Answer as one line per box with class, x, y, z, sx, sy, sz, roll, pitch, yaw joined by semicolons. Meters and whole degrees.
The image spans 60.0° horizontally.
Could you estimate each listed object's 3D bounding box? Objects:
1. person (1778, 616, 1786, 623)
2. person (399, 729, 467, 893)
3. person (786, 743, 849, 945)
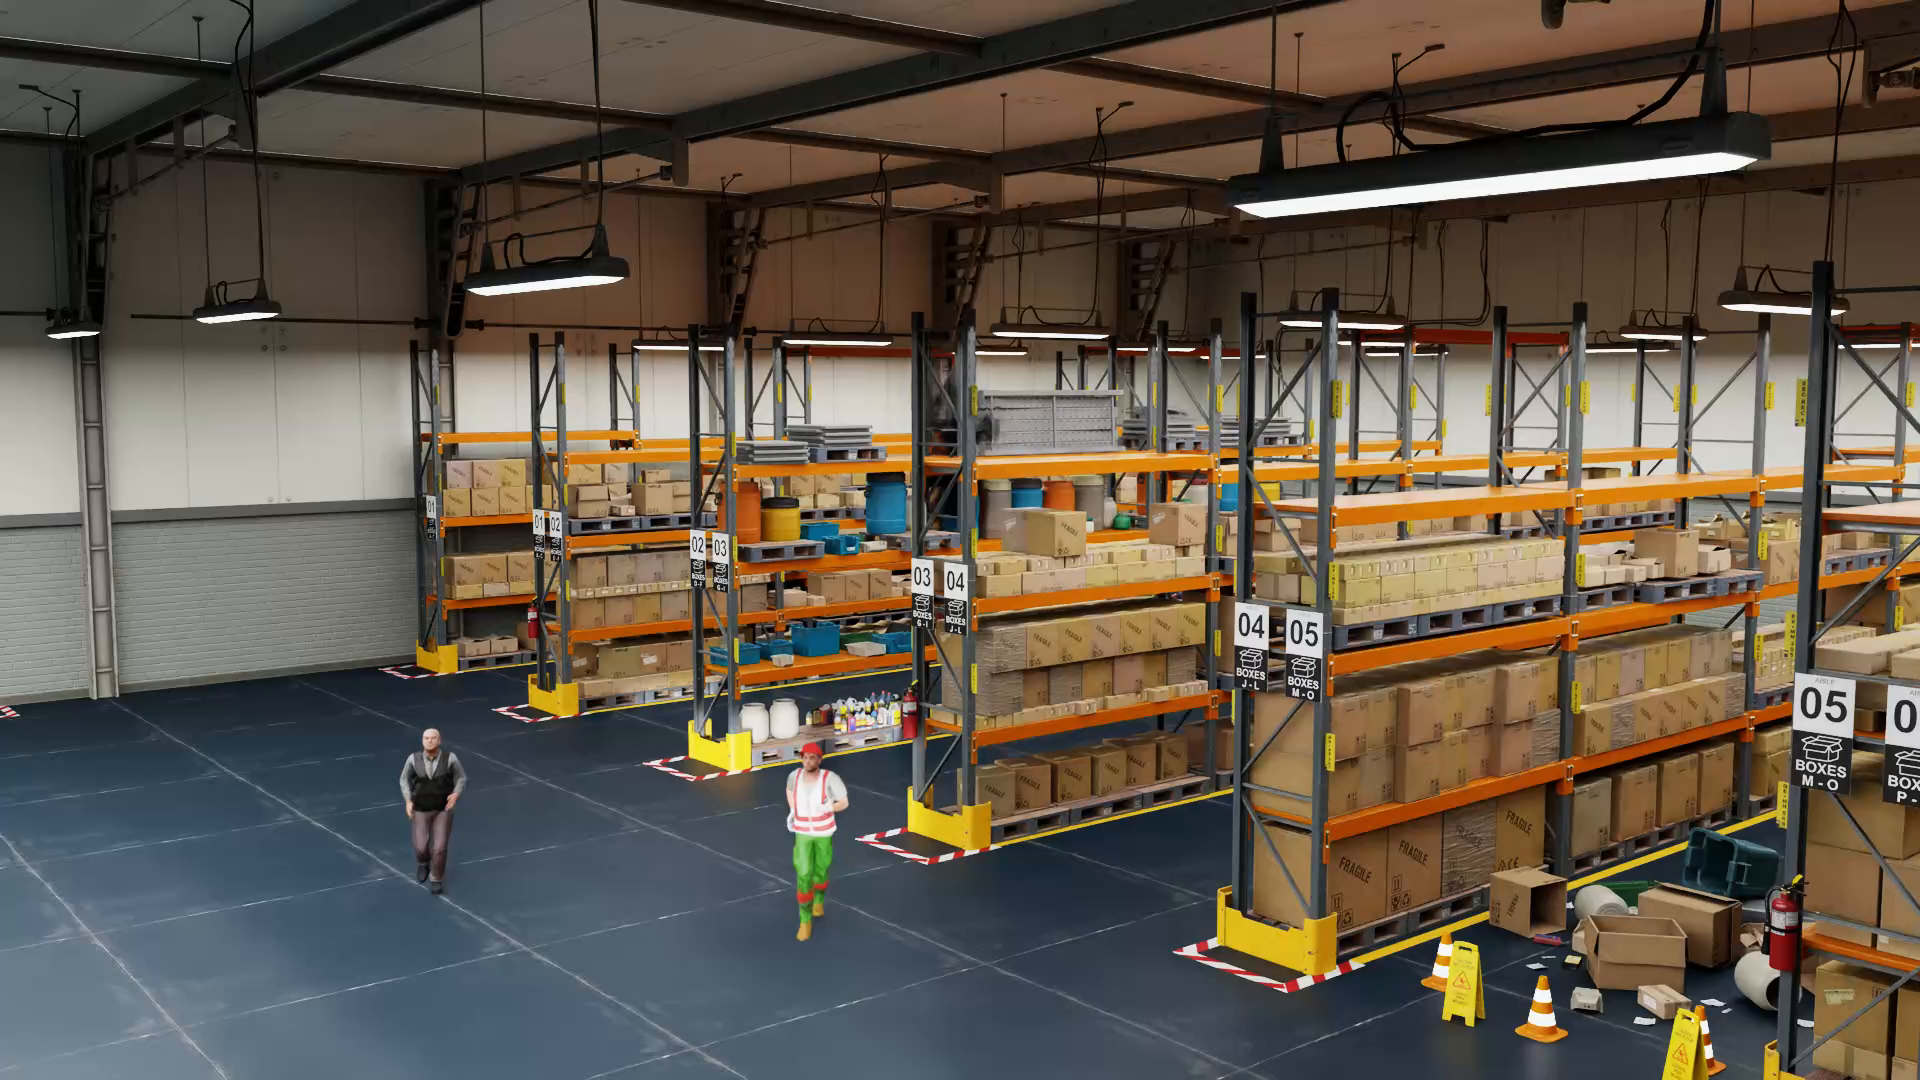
person;12.450;1.998;25.149;0.593;1.693;0.674;-5;7;-41
person;-5.353;2.762;16.909;0.672;1.689;0.569;-1;5;-14
person;-1.359;2.818;15.759;0.624;1.835;0.861;0;5;2
